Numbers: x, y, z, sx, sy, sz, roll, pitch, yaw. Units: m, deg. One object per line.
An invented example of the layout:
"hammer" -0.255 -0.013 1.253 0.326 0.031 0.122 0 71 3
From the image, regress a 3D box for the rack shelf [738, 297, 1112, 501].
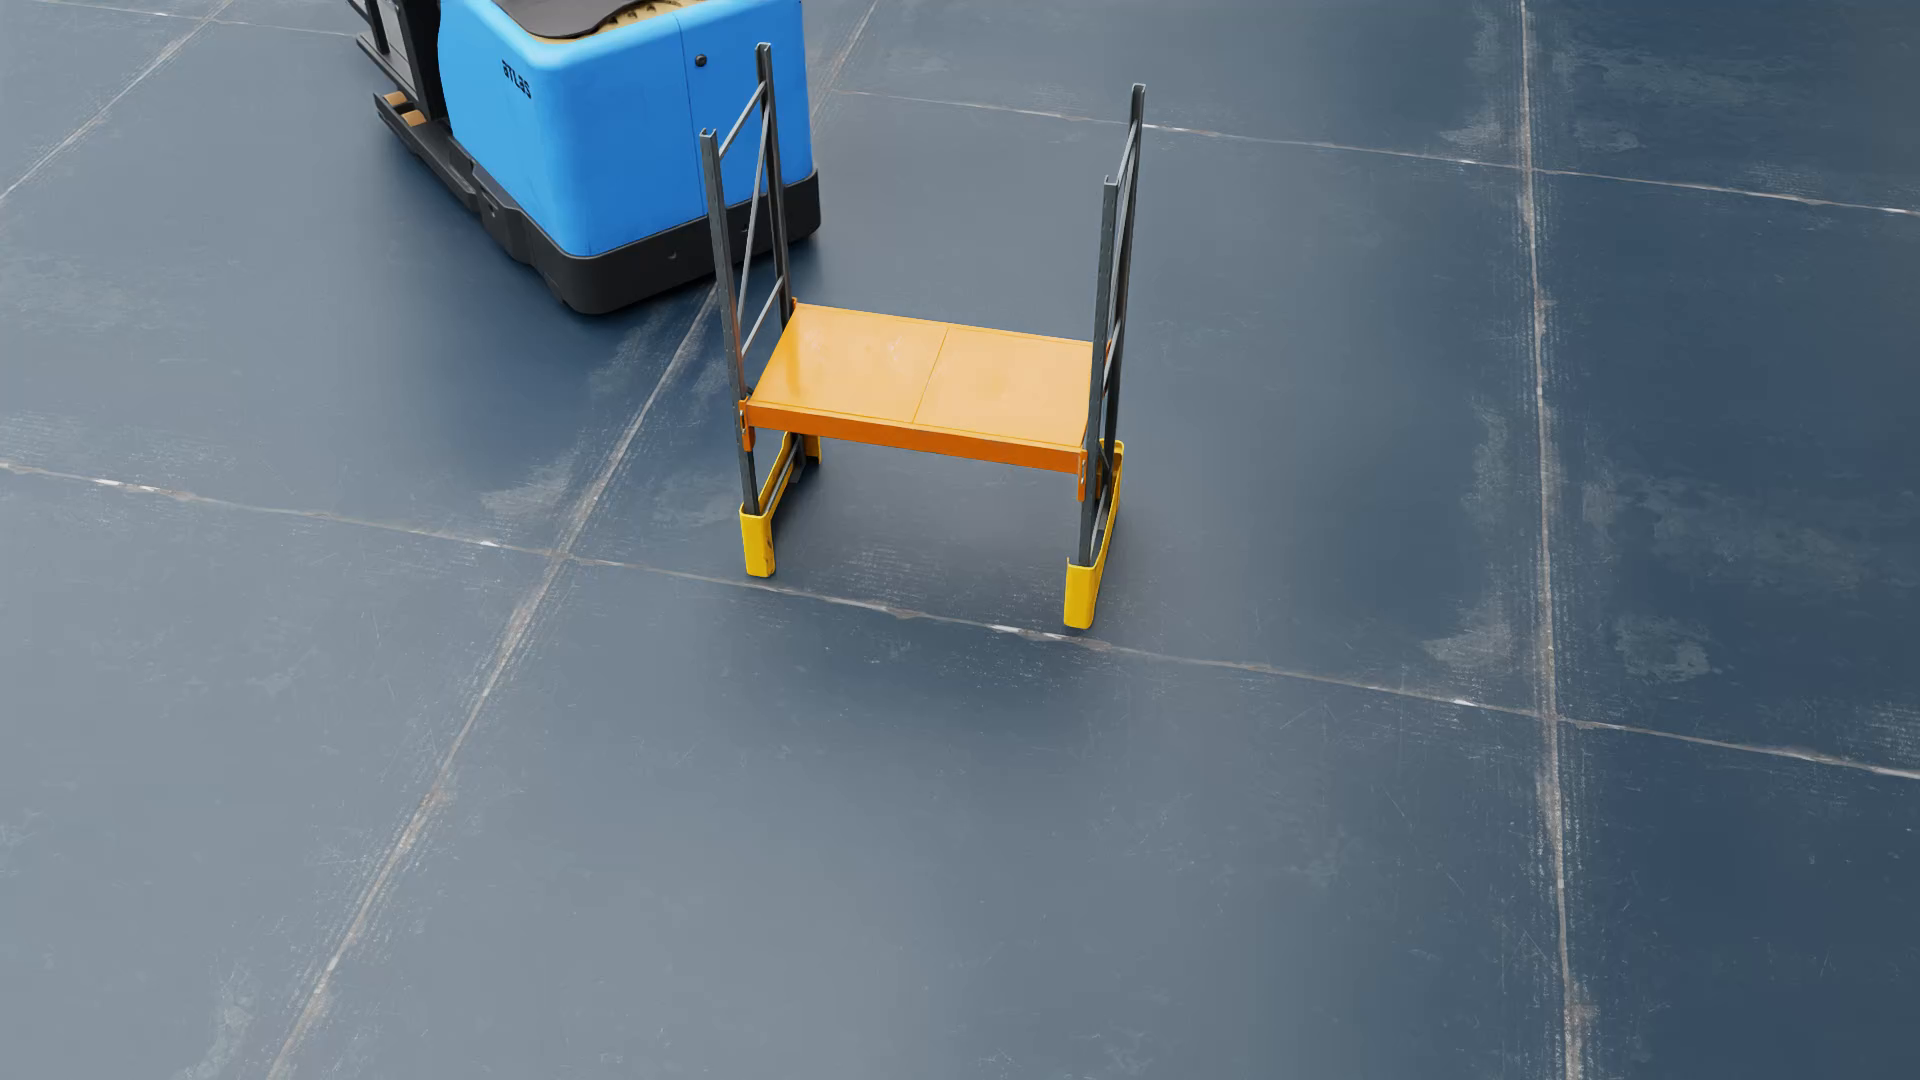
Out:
"rack shelf" -0.083 -0.424 4.868 1.000 0.185 0.538 9 45 9

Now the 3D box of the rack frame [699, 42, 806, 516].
"rack frame" -0.579 -0.630 4.823 0.032 1.500 0.500 9 45 9

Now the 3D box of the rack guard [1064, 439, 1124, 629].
"rack guard" 0.412 -0.026 5.097 0.087 0.250 0.587 9 45 9

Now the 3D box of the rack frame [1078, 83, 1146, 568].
"rack frame" 0.413 -0.476 4.663 0.032 1.500 0.500 9 45 9

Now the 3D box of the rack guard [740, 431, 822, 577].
"rack guard" -0.560 -0.177 5.254 0.087 0.250 0.587 9 45 9

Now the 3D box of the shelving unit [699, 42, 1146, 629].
"shelving unit" -0.074 -0.552 4.742 1.083 1.500 0.587 9 45 9

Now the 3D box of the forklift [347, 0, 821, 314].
"forklift" -1.805 -2.851 6.098 1.130 2.935 3.031 -27 50 -25
